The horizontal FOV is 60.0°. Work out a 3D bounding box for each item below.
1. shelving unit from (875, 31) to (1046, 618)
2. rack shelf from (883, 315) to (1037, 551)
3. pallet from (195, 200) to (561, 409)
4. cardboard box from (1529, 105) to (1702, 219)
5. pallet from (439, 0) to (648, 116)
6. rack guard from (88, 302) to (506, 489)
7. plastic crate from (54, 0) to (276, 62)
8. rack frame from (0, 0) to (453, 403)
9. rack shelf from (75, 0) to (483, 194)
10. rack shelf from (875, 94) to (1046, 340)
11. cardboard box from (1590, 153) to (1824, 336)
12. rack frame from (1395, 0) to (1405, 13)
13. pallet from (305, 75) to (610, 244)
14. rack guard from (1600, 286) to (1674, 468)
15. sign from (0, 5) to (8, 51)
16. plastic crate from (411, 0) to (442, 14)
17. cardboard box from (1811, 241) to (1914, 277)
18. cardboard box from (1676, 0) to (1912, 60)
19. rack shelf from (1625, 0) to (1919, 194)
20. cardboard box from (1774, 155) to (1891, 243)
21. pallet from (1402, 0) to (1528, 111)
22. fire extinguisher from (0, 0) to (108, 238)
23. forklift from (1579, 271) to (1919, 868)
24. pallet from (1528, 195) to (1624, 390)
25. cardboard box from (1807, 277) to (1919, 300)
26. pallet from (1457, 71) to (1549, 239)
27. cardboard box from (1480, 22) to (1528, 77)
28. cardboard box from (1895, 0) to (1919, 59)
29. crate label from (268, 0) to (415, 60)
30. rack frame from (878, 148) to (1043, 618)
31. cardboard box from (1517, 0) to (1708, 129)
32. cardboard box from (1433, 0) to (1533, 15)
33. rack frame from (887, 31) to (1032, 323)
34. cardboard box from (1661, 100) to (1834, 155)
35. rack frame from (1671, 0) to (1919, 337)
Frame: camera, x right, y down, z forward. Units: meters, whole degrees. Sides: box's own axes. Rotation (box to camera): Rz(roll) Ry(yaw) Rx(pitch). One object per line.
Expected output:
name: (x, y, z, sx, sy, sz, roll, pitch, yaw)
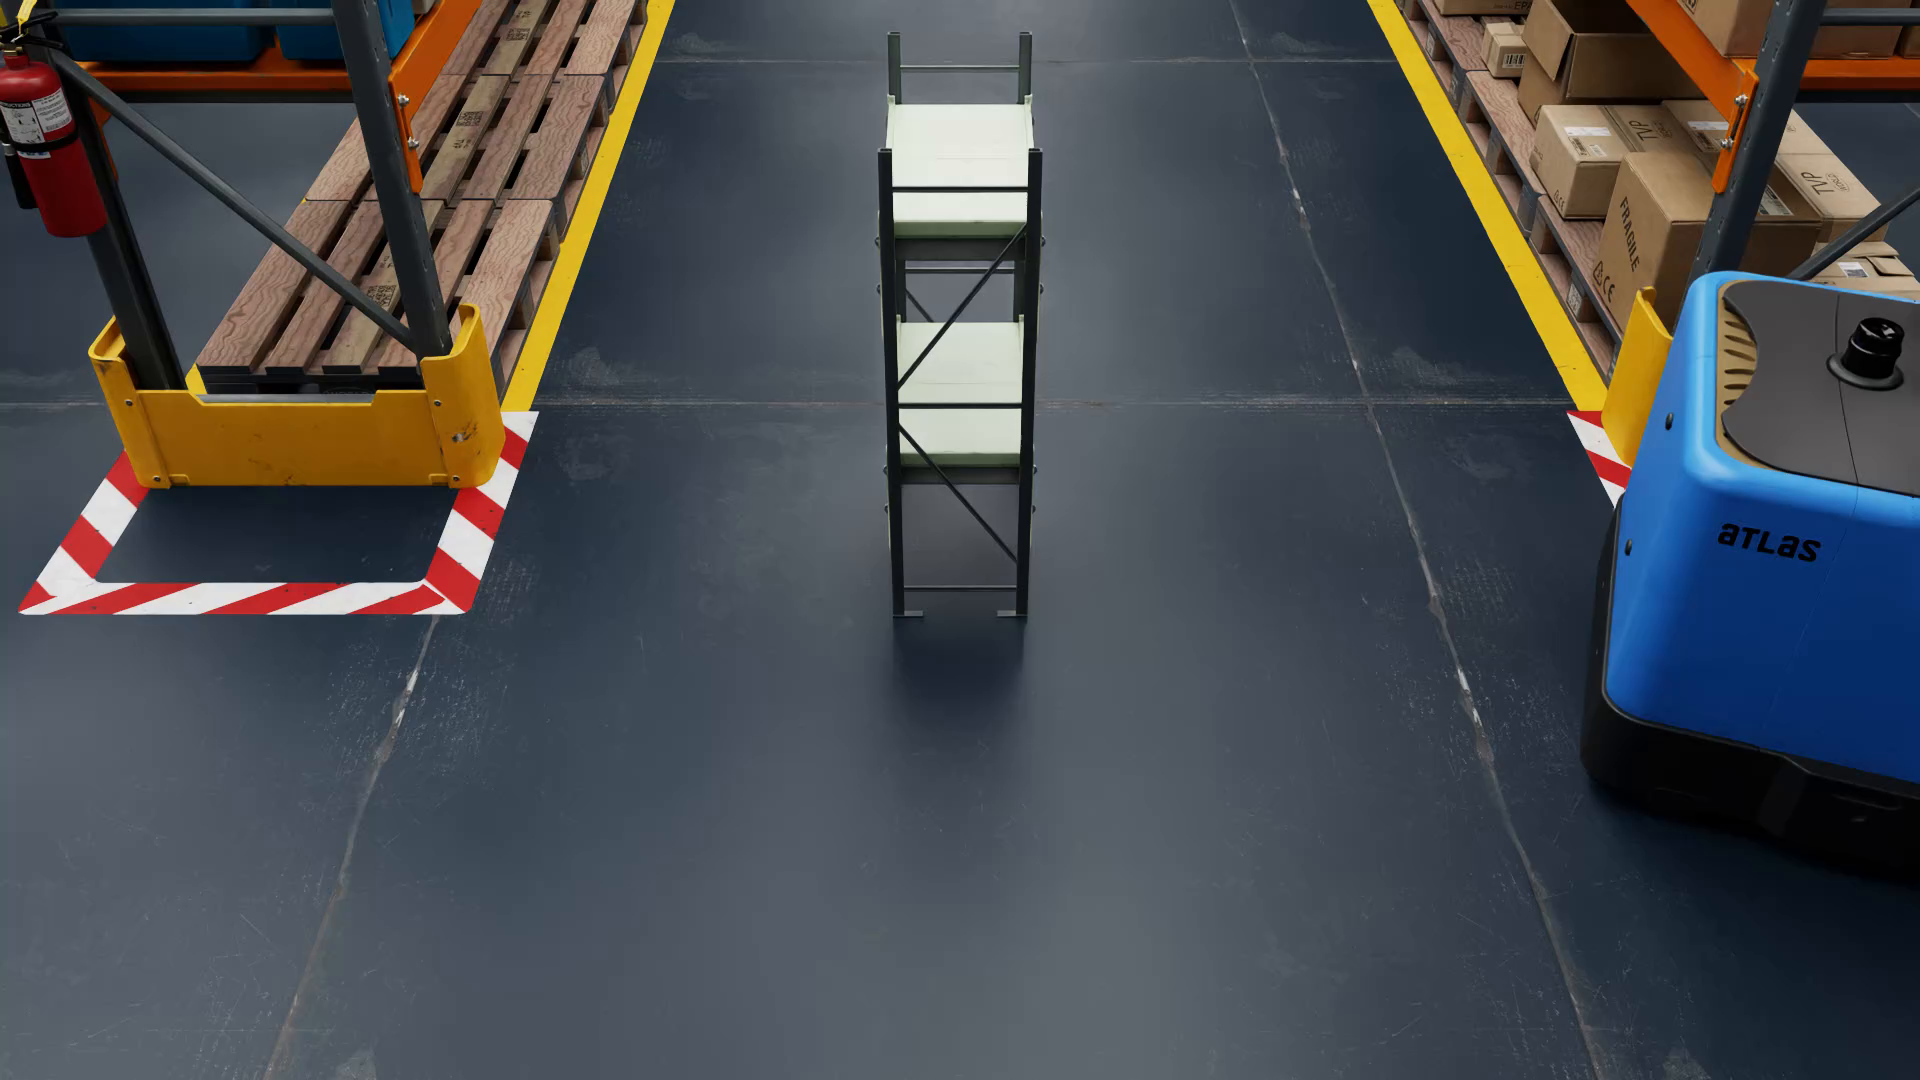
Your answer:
shelving unit: (0.000, -0.589, 4.786, 0.431, 1.500, 0.755, 0, 39, 0)
rack shelf: (0.000, -0.335, 4.990, 0.431, 0.370, 0.720, 0, 39, 0)
pallet: (-2.111, -0.890, 6.192, 1.003, 0.211, 1.213, 0, 39, 0)
cardboard box: (2.586, -1.496, 6.565, 0.500, 0.250, 0.500, 0, 39, 0)
pallet: (-2.114, -2.416, 8.096, 1.003, 0.211, 1.213, 0, 39, 0)
rack guard: (-2.136, -0.472, 5.439, 1.175, 0.500, 0.348, 0, 39, 0)
plastic crate: (-2.336, -1.709, 4.907, 0.616, 0.435, 0.499, 0, 39, 0)
rack frame: (-2.149, -1.462, 4.676, 1.000, 3.000, 0.127, 0, 39, 0)
rack shelf: (-2.152, -2.432, 6.462, 1.077, 0.370, 4.000, 0, 39, 0)
rack shelf: (0.000, -0.894, 4.542, 0.431, 0.370, 0.720, 0, 39, 0)
cardboard box: (2.557, -1.000, 5.746, 0.500, 0.500, 0.500, 0, 39, 0)
rack frame: (2.800, -3.965, 7.799, 1.000, 3.000, 0.127, 0, 39, 0)
pallet: (-2.110, -1.651, 7.141, 1.003, 0.211, 1.213, 0, 39, 0)
rack guard: (2.804, -0.536, 5.519, 1.175, 0.500, 0.348, 0, 39, 0)
sign: (-2.699, -1.515, 4.612, 0.100, 0.325, 0.005, 0, 39, 0)
plastic crate: (-1.738, -1.738, 5.183, 0.250, 0.136, 0.298, 0, 39, 0)
cardboard box: (3.147, -0.948, 5.948, 0.380, 0.166, 0.250, 0, 39, 0)
cardboard box: (2.531, -1.782, 4.996, 0.500, 0.500, 0.500, 1, 39, 1)
rack shelf: (2.802, -2.434, 6.463, 1.077, 0.370, 4.000, 0, 39, 0)
cardboard box: (3.087, -1.215, 6.215, 0.500, 0.250, 0.500, 0, 39, 0)
pallet: (2.799, -2.447, 8.135, 1.003, 0.211, 1.213, 0, 39, 0)
fire extinguisher: (-2.603, -1.192, 4.699, 0.296, 0.674, 0.183, 0, 39, 0)
forklift: (3.218, -0.446, 3.463, 3.031, 2.935, 1.130, 13, 40, 15)
pallet: (2.802, -0.921, 6.231, 1.003, 0.211, 1.213, 0, 39, 0)
cardboard box: (3.147, -0.785, 5.759, 0.380, 0.149, 0.250, 0, 39, 0)
pallet: (2.804, -1.682, 7.181, 1.003, 0.211, 1.213, 0, 39, 0)
cardboard box: (2.595, -2.227, 7.545, 0.380, 0.166, 0.250, 0, 39, 0)
cardboard box: (3.067, -1.780, 4.993, 0.500, 0.500, 0.500, 1, 39, 1)
crate label: (-1.820, -1.575, 4.903, 0.416, 0.233, 0.303, 0, 39, 0)
rack frame: (0.000, -0.361, 4.501, 0.400, 1.500, 0.023, 0, 39, 0)
cardboard box: (2.807, -1.988, 6.976, 0.797, 0.503, 0.637, 0, 39, 0)
cardboard box: (2.584, -2.825, 8.175, 0.500, 0.311, 0.500, 0, 39, 0)
rack frame: (0.000, -0.818, 5.072, 0.400, 1.500, 0.023, 0, 39, 0)
cardboard box: (3.086, -1.528, 6.605, 0.500, 0.250, 0.500, 0, 39, 0)
rack frame: (2.804, -1.464, 4.678, 1.000, 3.000, 0.127, 0, 39, 0)
